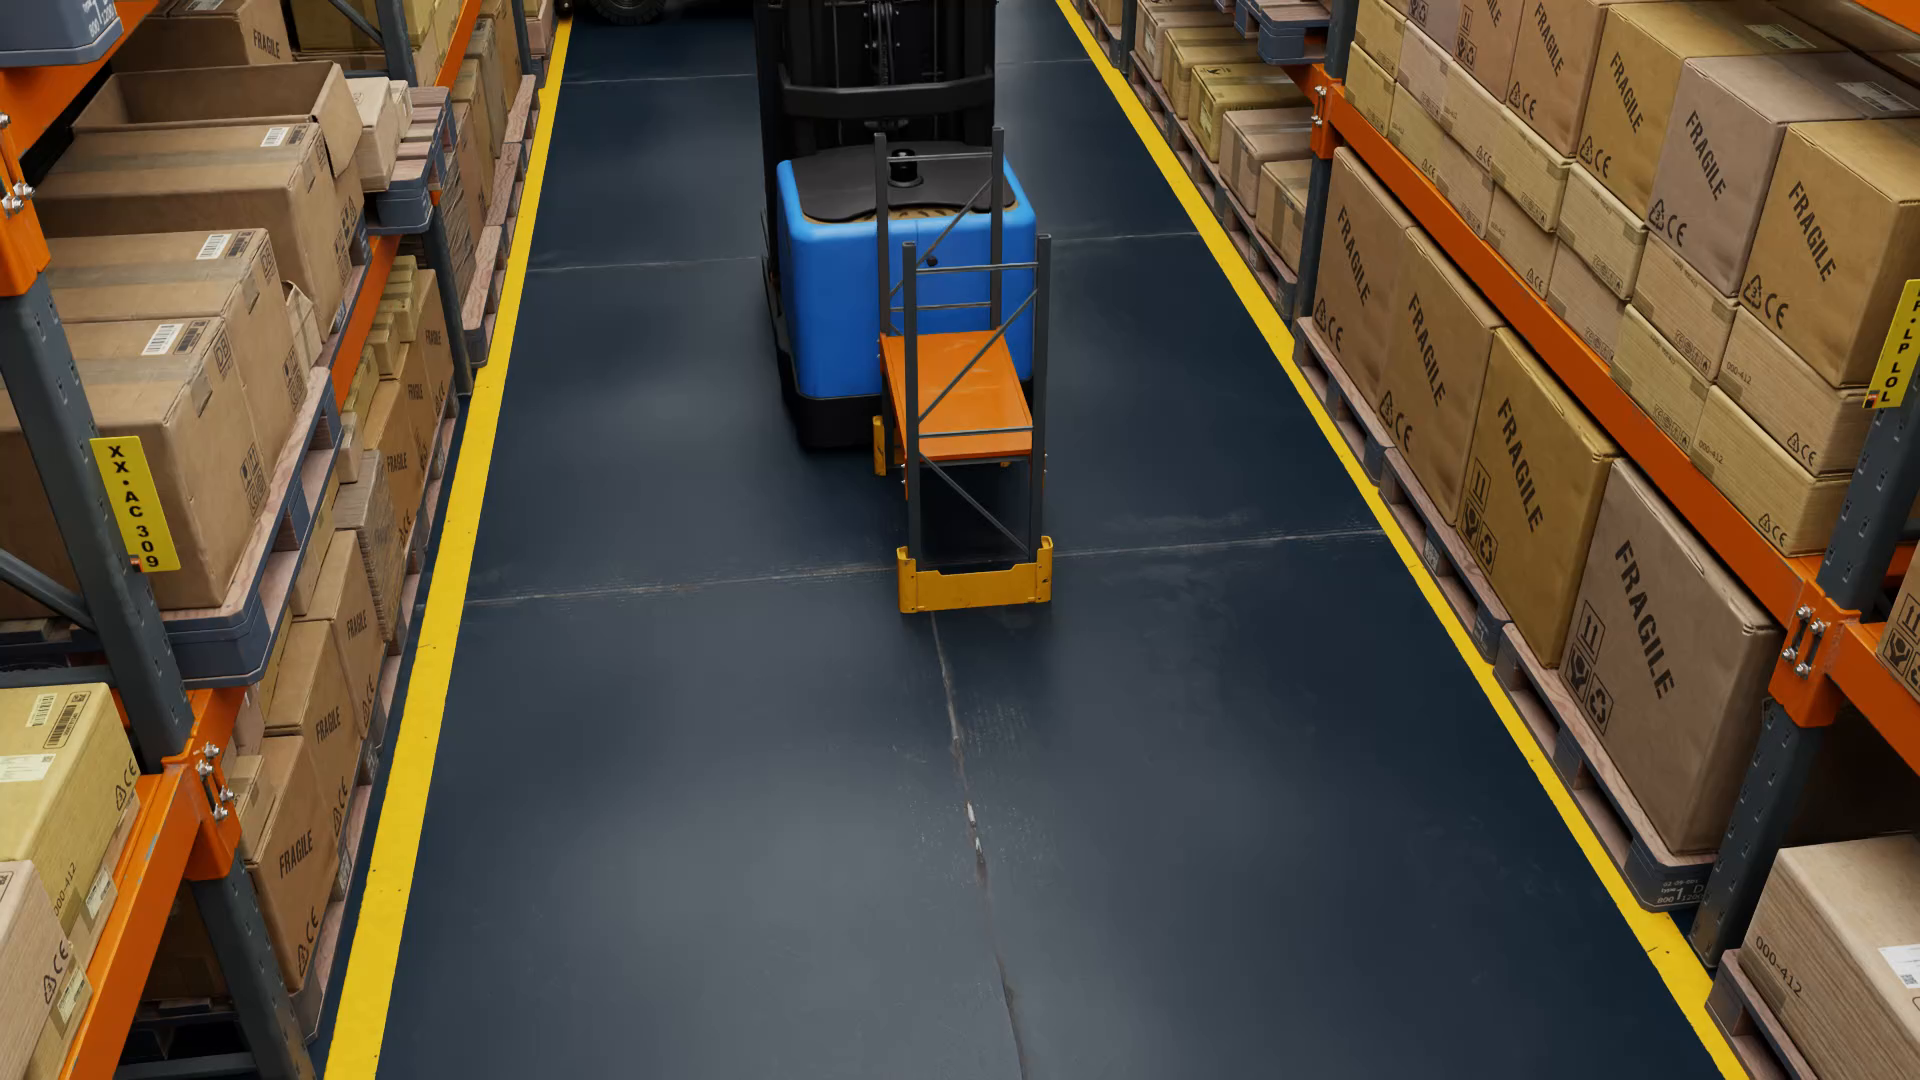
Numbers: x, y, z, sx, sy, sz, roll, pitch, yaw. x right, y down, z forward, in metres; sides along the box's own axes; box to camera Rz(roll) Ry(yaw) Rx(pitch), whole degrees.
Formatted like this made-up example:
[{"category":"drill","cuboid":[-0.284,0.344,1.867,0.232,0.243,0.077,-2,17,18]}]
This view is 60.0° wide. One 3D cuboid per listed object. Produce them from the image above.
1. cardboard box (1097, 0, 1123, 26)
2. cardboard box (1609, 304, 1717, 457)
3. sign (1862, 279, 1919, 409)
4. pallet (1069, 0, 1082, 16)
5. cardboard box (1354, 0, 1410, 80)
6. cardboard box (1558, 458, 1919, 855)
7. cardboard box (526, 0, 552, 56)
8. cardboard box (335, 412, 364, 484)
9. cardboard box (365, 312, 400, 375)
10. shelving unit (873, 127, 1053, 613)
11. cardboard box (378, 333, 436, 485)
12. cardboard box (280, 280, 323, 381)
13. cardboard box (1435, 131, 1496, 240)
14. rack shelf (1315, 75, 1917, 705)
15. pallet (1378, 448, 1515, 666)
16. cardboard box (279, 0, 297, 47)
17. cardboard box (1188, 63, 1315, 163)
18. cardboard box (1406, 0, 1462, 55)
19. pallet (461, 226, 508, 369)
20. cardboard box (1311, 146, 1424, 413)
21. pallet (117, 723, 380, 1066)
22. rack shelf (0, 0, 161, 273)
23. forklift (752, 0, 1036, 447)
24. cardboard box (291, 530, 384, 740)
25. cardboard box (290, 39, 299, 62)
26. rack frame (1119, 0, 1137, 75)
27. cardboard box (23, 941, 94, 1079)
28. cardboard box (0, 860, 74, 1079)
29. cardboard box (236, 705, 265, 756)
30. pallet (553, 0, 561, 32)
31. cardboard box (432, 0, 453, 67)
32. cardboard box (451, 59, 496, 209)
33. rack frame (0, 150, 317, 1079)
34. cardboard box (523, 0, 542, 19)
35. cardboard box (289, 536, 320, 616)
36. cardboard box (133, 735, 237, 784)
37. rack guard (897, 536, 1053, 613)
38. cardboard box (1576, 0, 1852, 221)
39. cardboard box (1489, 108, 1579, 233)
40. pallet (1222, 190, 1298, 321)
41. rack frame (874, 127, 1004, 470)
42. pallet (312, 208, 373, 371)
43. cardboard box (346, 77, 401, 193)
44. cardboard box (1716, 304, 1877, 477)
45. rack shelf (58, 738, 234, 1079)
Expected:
[{"category":"cardboard box","cuboid":[1.262,-3.856,11.813,0.500,0.250,0.500,-3,34,-4]},{"category":"cardboard box","cuboid":[2.307,-0.498,4.950,0.500,0.250,0.500,-5,35,-7]},{"category":"sign","cuboid":[2.148,-0.444,3.780,0.100,0.325,0.005,-4,35,-6]},{"category":"pallet","cuboid":[1.315,-4.411,13.035,1.003,0.211,1.213,-4,35,-6]},{"category":"cardboard box","cuboid":[1.969,-2.120,6.886,0.500,0.250,0.500,-5,35,-7]},{"category":"cardboard box","cuboid":[2.521,0.320,5.130,0.875,0.875,0.875,-3,34,-5]},{"category":"cardboard box","cuboid":[-3.047,-3.463,11.237,0.500,0.250,0.500,-4,34,-6]},{"category":"cardboard box","cuboid":[-2.304,-0.309,5.810,0.380,0.149,0.250,-6,35,-9]},{"category":"cardboard box","cuboid":[-2.396,-0.751,6.458,0.380,0.149,0.250,-5,35,-8]},{"category":"shelving unit","cuboid":[-0.010,-0.662,6.390,0.587,1.500,1.083,-4,35,-6]},{"category":"cardboard box","cuboid":[-2.445,-0.539,6.725,0.500,0.500,0.500,-5,35,-7]},{"category":"cardboard box","cuboid":[-2.041,-0.589,4.697,0.396,0.266,0.258,-3,34,-4]},{"category":"cardboard box","cuboid":[2.114,-1.344,6.192,0.500,0.250,0.500,-3,34,-5]},{"category":"rack shelf","cuboid":[2.415,-0.863,5.992,1.077,0.370,4.000,-4,35,-6]},{"category":"pallet","cuboid":[2.338,0.001,6.562,1.003,0.211,1.213,-4,35,-6]},{"category":"cardboard box","cuboid":[-3.108,-2.273,7.111,0.500,0.250,0.500,-4,34,-5]},{"category":"cardboard box","cuboid":[1.876,-2.515,9.737,0.950,0.372,0.625,-3,34,-5]},{"category":"cardboard box","cuboid":[2.046,-2.161,6.281,0.500,0.500,0.500,-4,35,-6]},{"category":"pallet","cuboid":[-2.844,-1.209,8.336,1.003,0.211,1.213,-4,35,-6]},{"category":"cardboard box","cuboid":[2.157,-1.180,7.332,0.875,0.875,0.875,-5,35,-7]},{"category":"pallet","cuboid":[-2.381,1.035,5.044,1.003,0.211,1.213,-4,35,-6]},{"category":"rack shelf","cuboid":[-2.503,-1.725,4.592,1.077,0.370,4.000,-4,35,-6]},{"category":"forklift","cuboid":[-0.424,-2.433,7.718,1.130,2.935,3.031,-6,35,-8]},{"category":"cardboard box","cuboid":[-2.220,0.331,5.448,0.500,0.500,0.500,-5,35,-8]},{"category":"cardboard box","cuboid":[-3.086,-2.068,7.254,0.500,0.250,0.500,-5,35,-7]},{"category":"rack frame","cuboid":[1.608,-4.509,10.702,1.000,3.000,0.127,-4,35,-6]},{"category":"cardboard box","cuboid":[-1.825,0.883,3.014,0.380,0.149,0.250,-4,34,-5]},{"category":"cardboard box","cuboid":[-1.842,0.817,2.757,0.500,0.250,0.500,-4,35,-6]},{"category":"cardboard box","cuboid":[-2.133,0.556,4.541,0.380,0.149,0.250,-5,35,-8]},{"category":"pallet","cuboid":[-3.543,-4.108,12.590,1.003,0.211,1.213,-4,35,-6]},{"category":"cardboard box","cuboid":[-2.652,-2.384,7.717,0.500,0.250,0.500,-5,35,-7]},{"category":"cardboard box","cuboid":[-3.029,-2.180,9.021,0.875,0.625,0.625,-6,35,-8]},{"category":"rack frame","cuboid":[-2.231,0.333,3.597,0.949,2.616,0.053,-4,35,-6]},{"category":"cardboard box","cuboid":[-3.069,-3.668,11.093,0.500,0.250,0.500,-5,35,-7]},{"category":"cardboard box","cuboid":[-2.225,0.119,5.182,0.380,0.149,0.250,-4,35,-6]},{"category":"cardboard box","cuboid":[-2.079,0.586,4.233,0.380,0.149,0.250,-5,35,-7]},{"category":"rack guard","cuboid":[0.057,0.132,6.334,0.587,0.250,0.087,-4,35,-6]},{"category":"cardboard box","cuboid":[2.249,-1.302,5.020,0.500,0.500,0.500,-3,34,-5]},{"category":"cardboard box","cuboid":[2.148,-1.268,5.636,0.500,0.250,0.500,-4,34,-6]},{"category":"pallet","cuboid":[2.042,-1.560,8.852,1.003,0.211,1.213,-4,35,-6]},{"category":"rack frame","cuboid":[-0.080,-0.951,6.814,0.500,1.500,0.032,-4,35,-6]},{"category":"pallet","cuboid":[-2.506,-0.734,5.334,1.003,0.211,1.213,-4,35,-6]},{"category":"cardboard box","cuboid":[-2.309,-1.446,5.968,0.500,0.250,0.500,-6,35,-9]},{"category":"cardboard box","cuboid":[2.384,-0.417,4.387,0.500,0.250,0.500,-4,35,-6]},{"category":"rack shelf","cuboid":[-1.965,1.747,2.162,1.077,0.370,4.000,-4,35,-6]}]
